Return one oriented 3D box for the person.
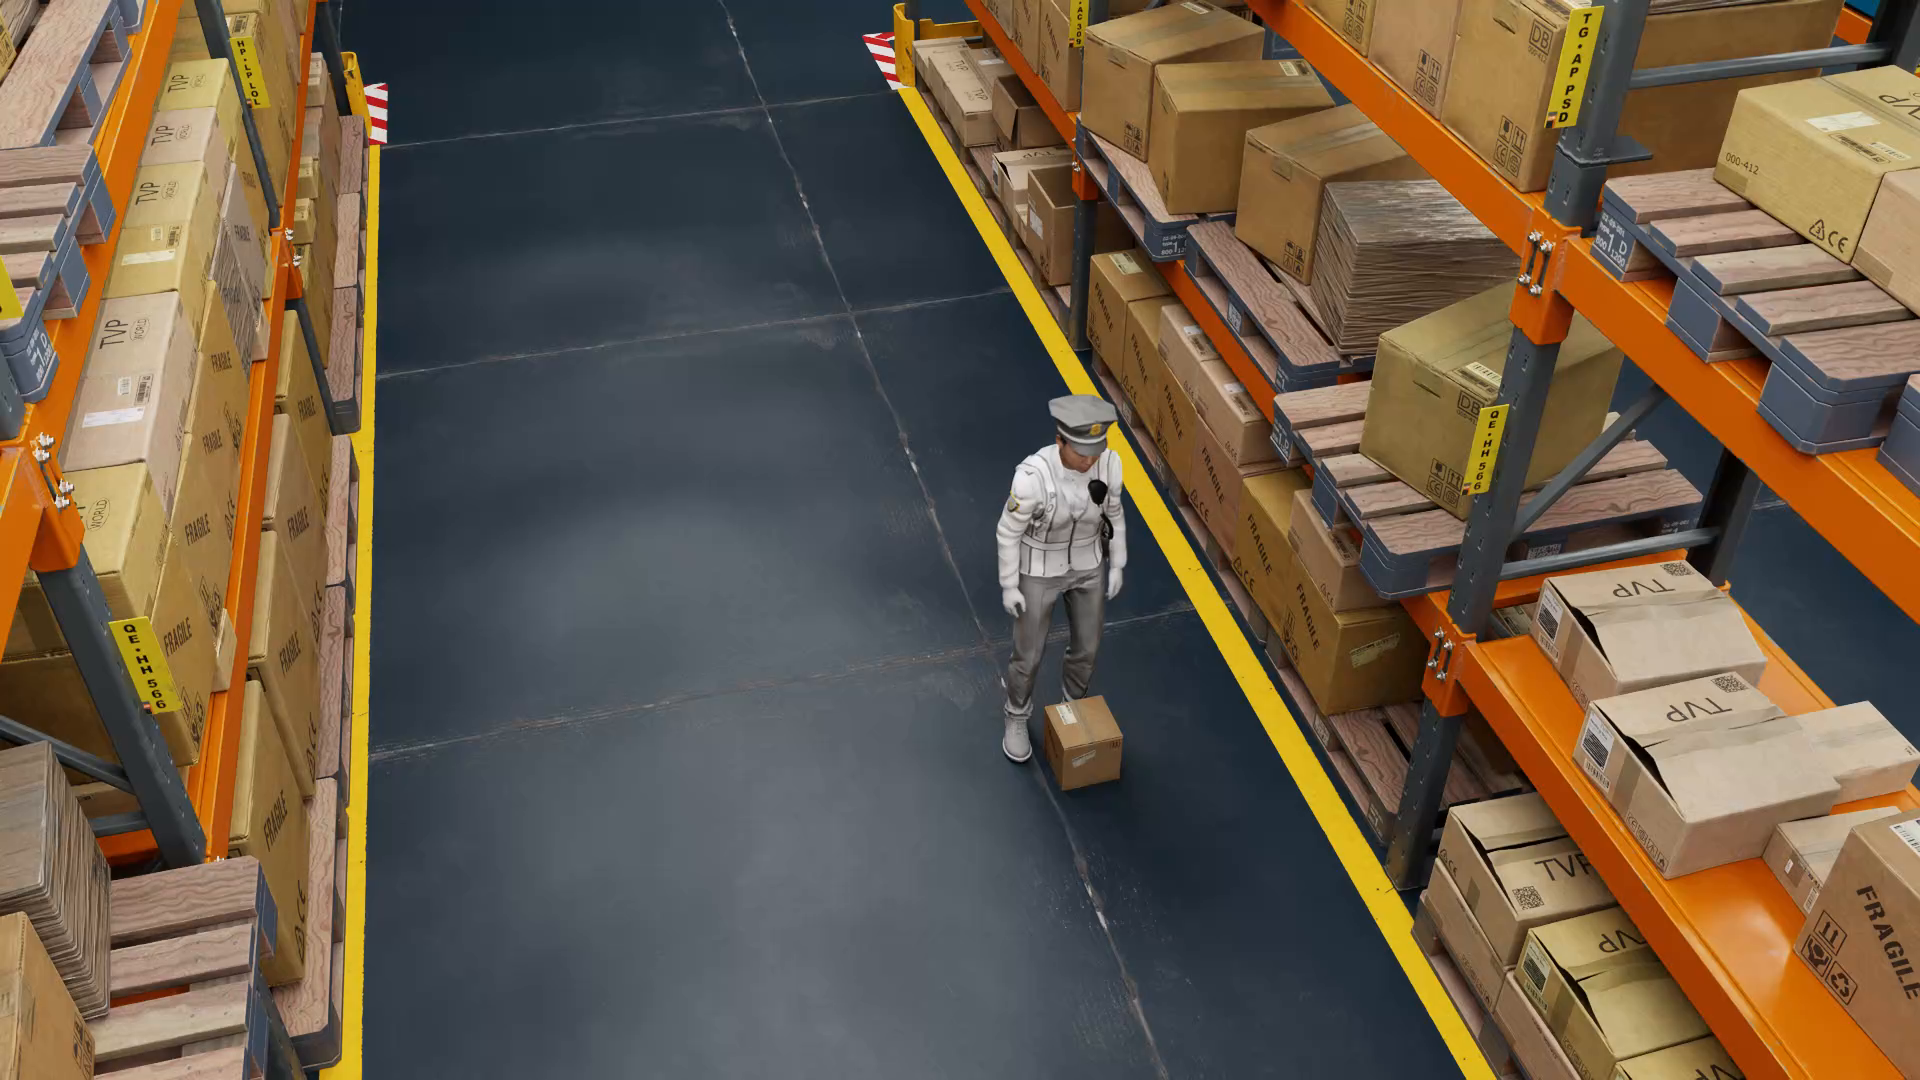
[{"bbox_3d":[0.403,0.136,6.539,0.531,1.663,0.371,-11,40,-14],"label":"person"}]
